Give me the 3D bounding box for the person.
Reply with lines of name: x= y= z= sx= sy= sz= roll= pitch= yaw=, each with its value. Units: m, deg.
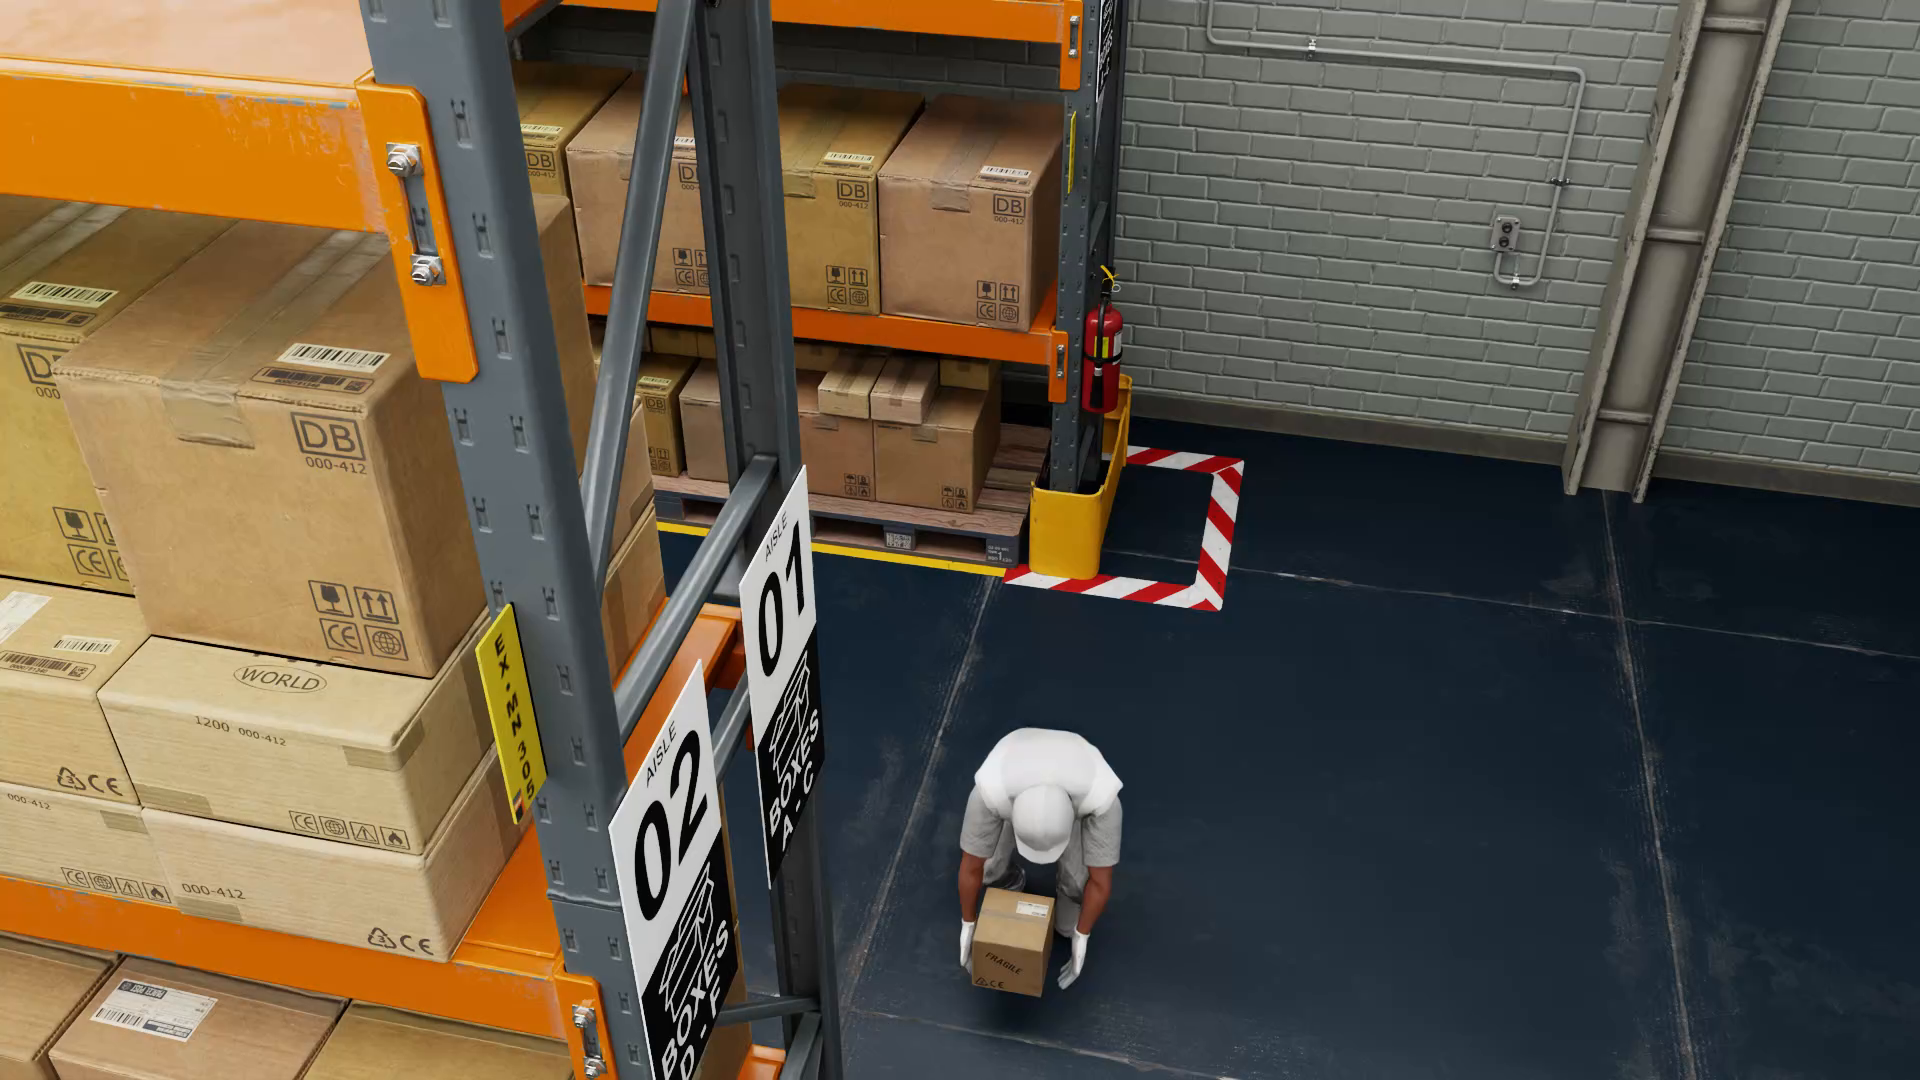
person: x=0.317 y=1.079 z=6.113 sx=0.572 sy=1.038 sz=0.904 roll=7 pitch=37 yaw=10
